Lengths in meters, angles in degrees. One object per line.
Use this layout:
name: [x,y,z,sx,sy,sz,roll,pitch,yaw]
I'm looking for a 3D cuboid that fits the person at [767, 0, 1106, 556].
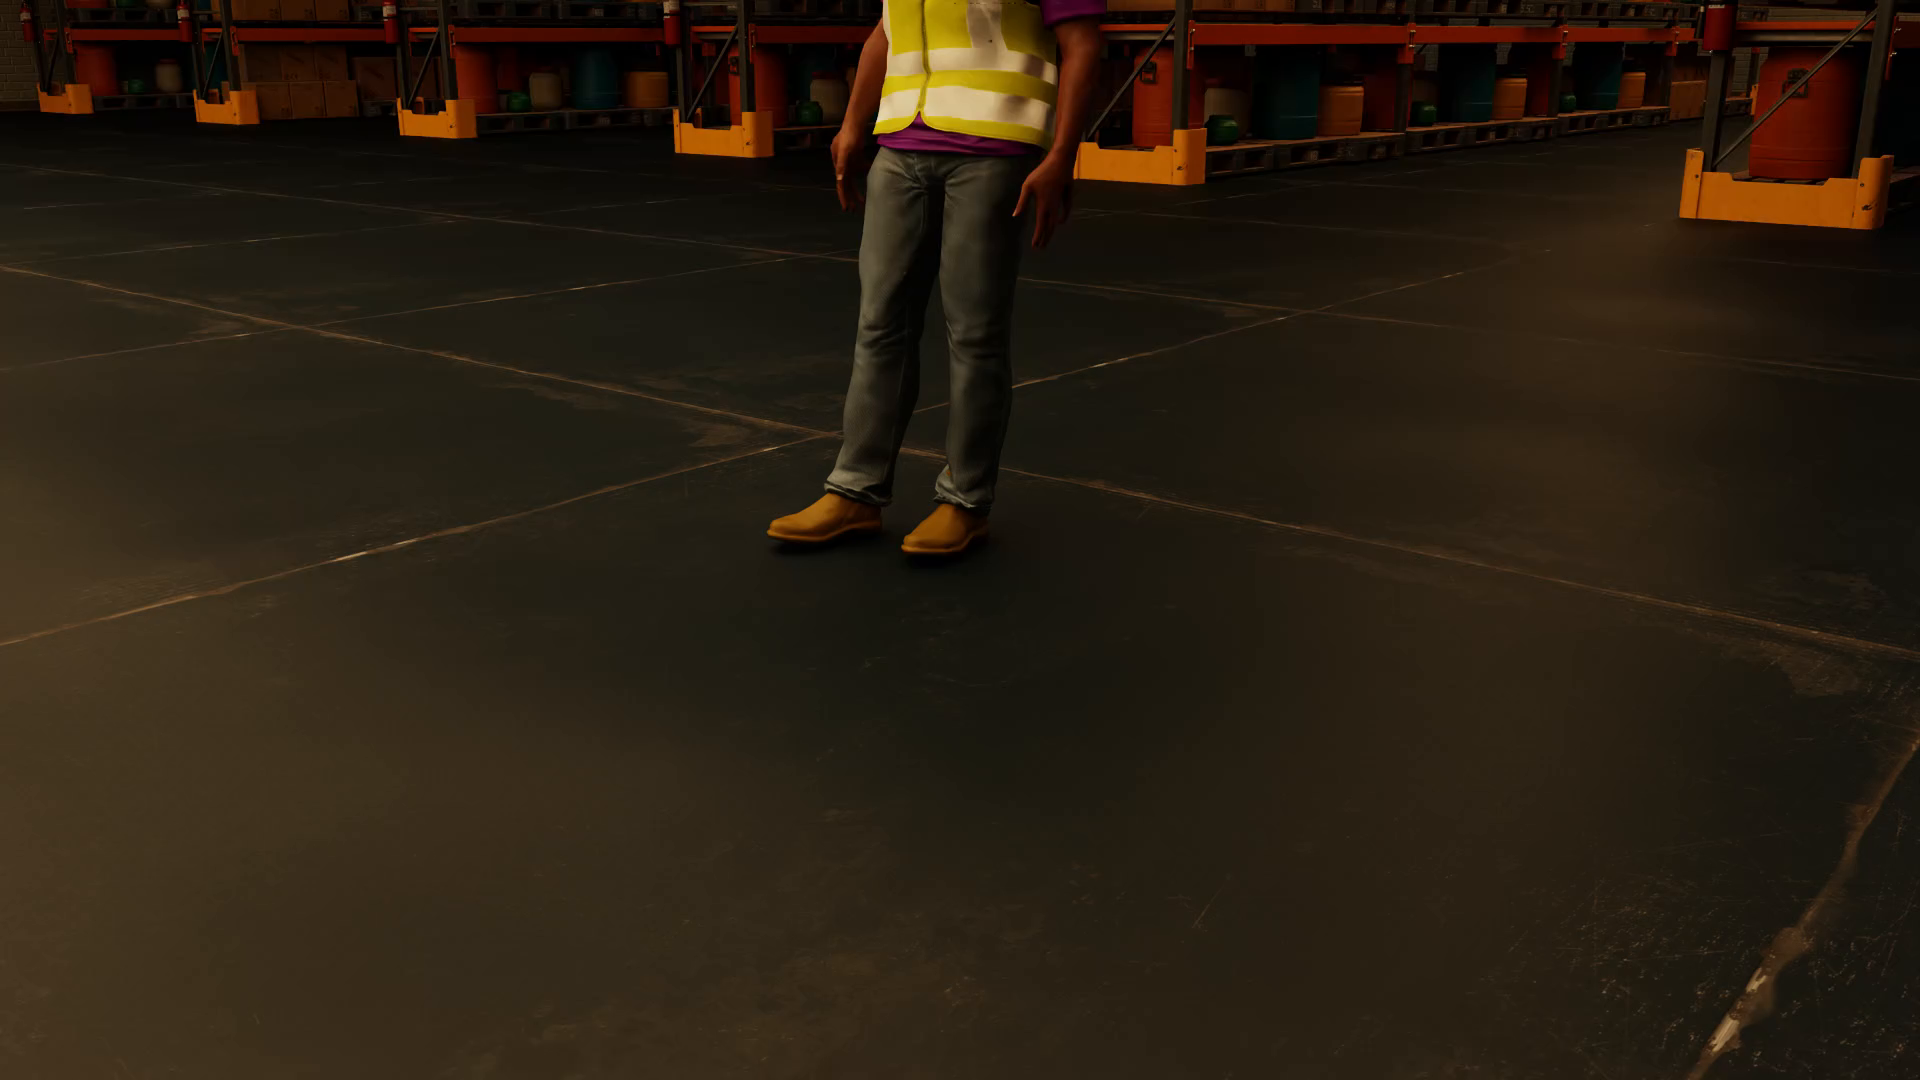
person: [-0.049,-0.837,3.635,0.666,1.768,0.575,13,21,37]
